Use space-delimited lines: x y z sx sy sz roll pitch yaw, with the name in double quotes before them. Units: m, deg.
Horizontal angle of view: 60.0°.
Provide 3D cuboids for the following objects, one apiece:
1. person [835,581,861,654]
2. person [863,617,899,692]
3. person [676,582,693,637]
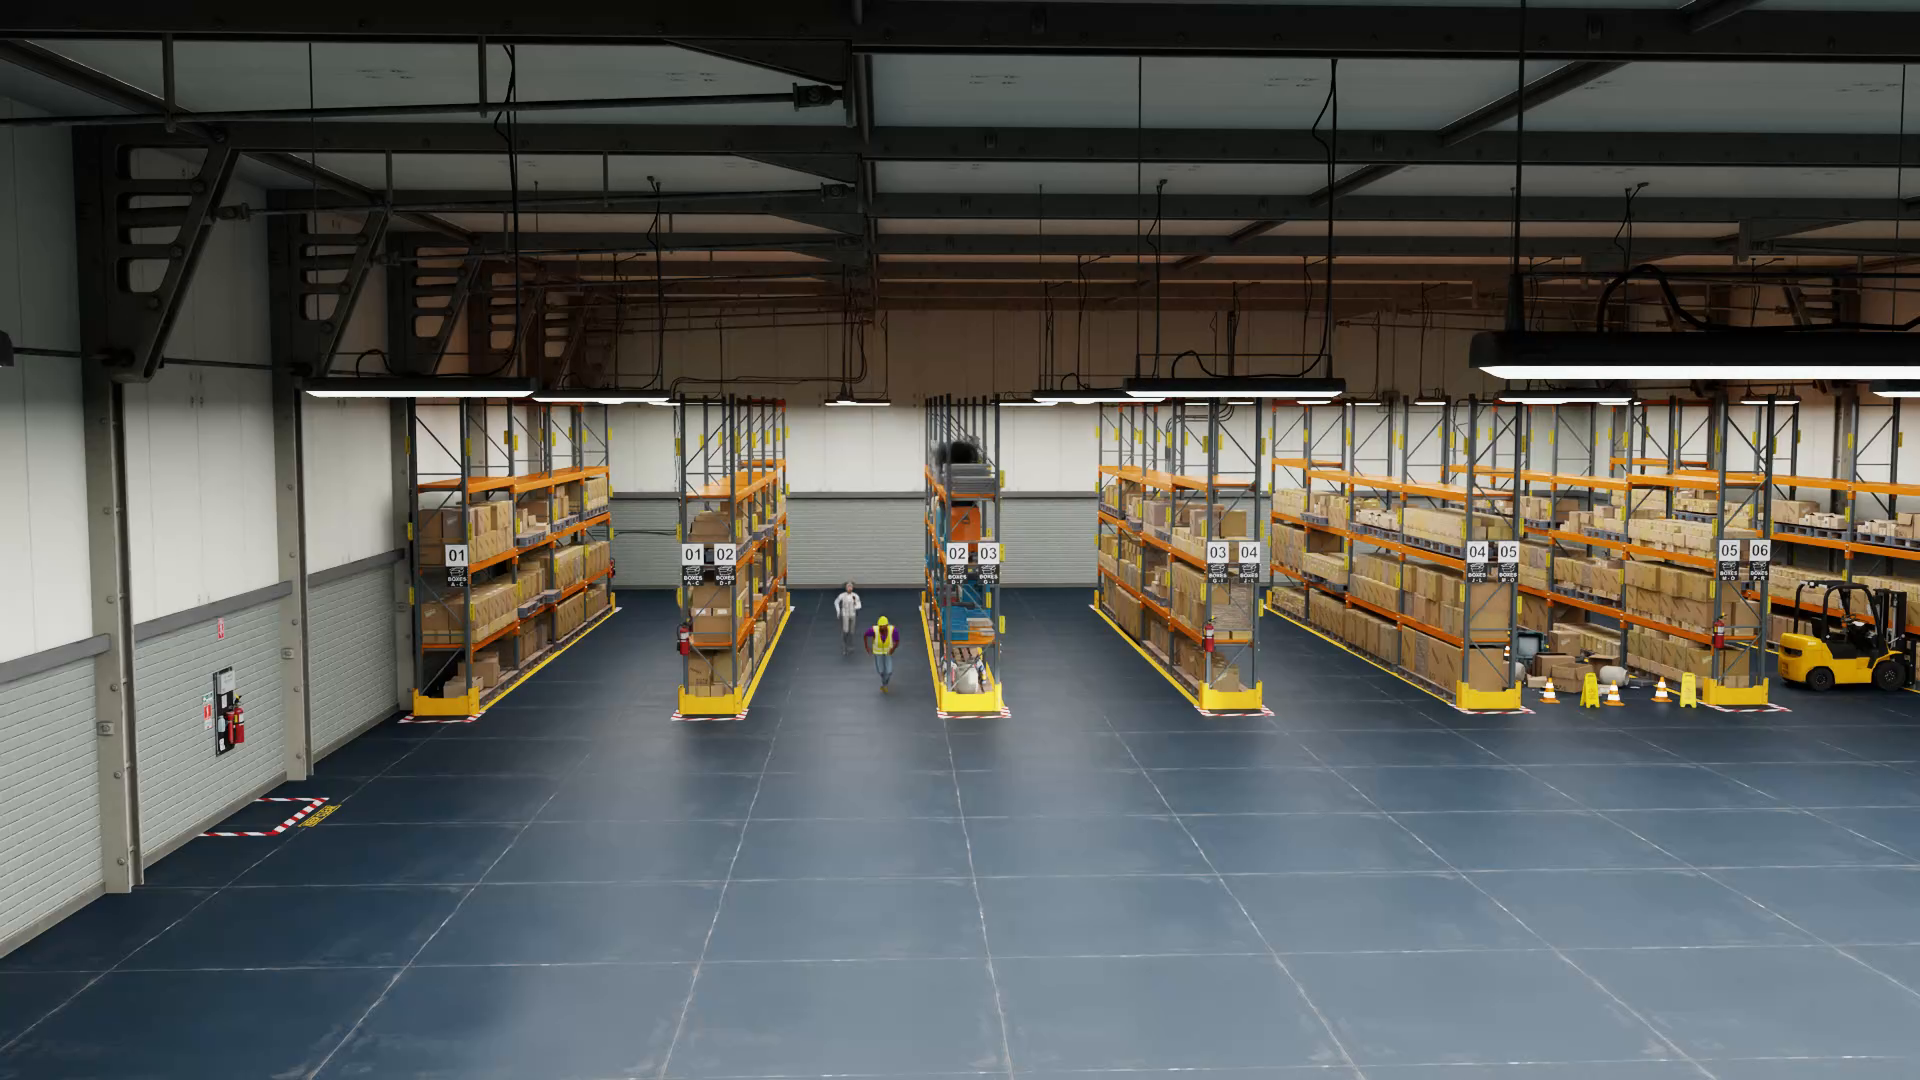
"person" -2.600 1.811 38.871 0.584 1.718 0.695 -1 5 -13
"person" -1.585 2.297 33.546 0.729 1.572 0.892 0 5 -2
"person" -6.772 1.707 41.246 0.581 1.515 0.836 -1 5 -17
